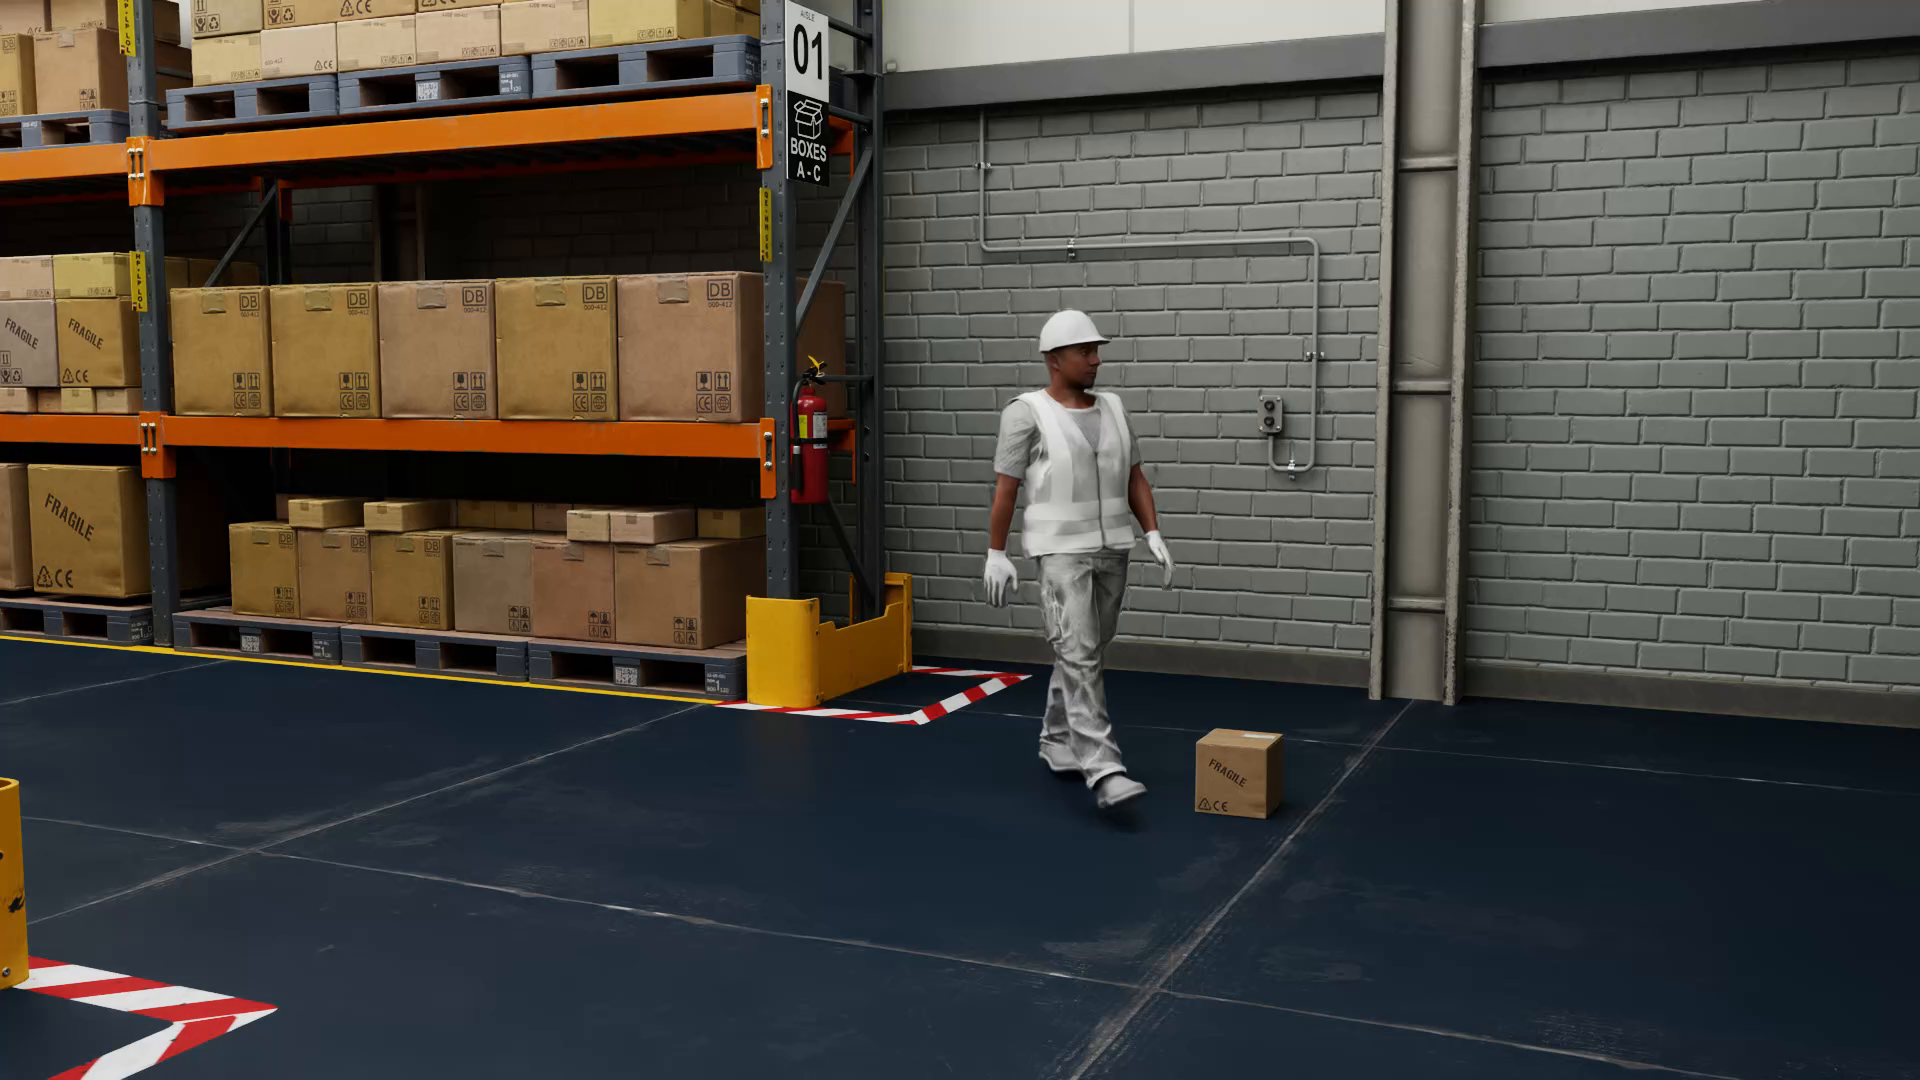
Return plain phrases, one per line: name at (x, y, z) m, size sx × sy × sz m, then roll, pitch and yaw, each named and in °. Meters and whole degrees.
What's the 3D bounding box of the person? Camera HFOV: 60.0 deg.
person at (0.495, 0.045, 5.941) m, size 0.593 × 1.727 × 0.995 m, roll -3°, pitch 6°, yaw -32°
